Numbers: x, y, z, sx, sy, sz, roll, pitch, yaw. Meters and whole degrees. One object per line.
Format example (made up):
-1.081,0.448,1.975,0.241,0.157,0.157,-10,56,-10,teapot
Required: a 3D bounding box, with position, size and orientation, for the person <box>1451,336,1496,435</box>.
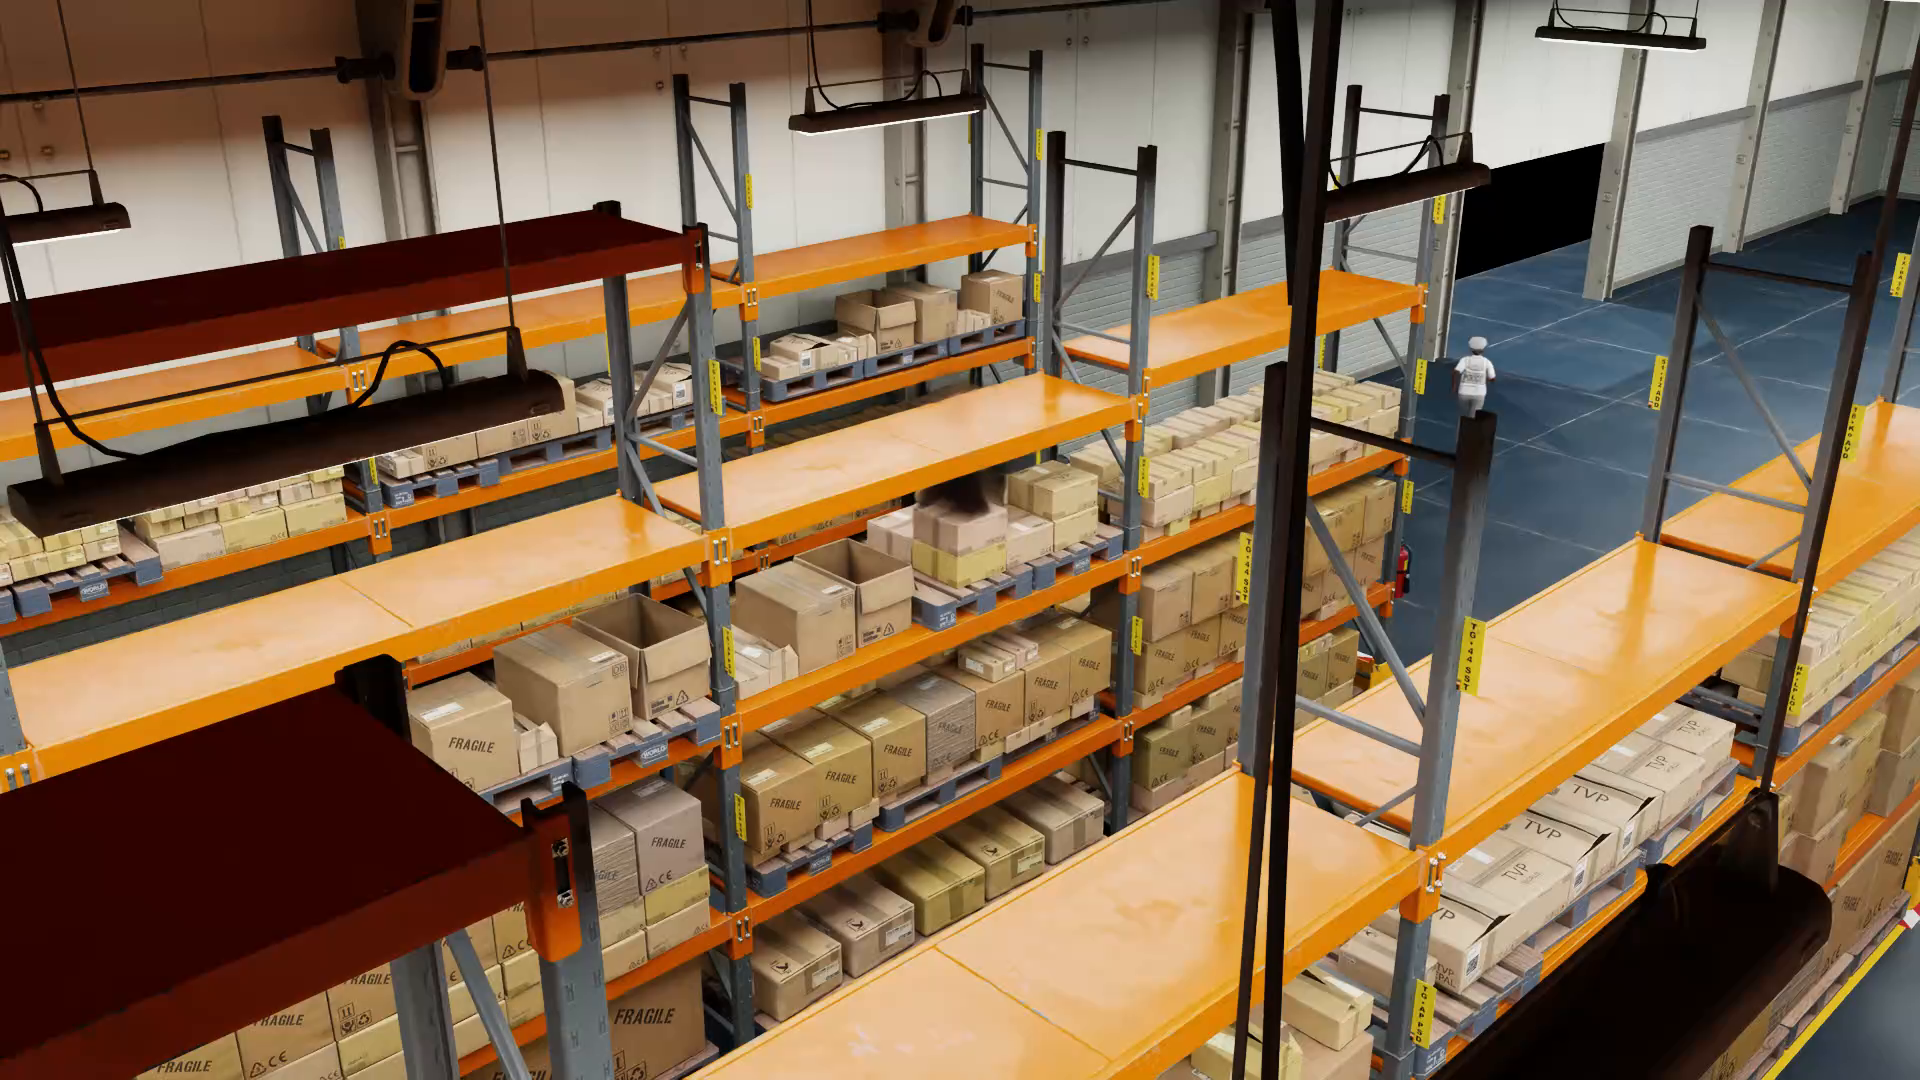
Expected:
7.204,-1.989,23.432,0.579,1.750,0.817,10,24,22,person
